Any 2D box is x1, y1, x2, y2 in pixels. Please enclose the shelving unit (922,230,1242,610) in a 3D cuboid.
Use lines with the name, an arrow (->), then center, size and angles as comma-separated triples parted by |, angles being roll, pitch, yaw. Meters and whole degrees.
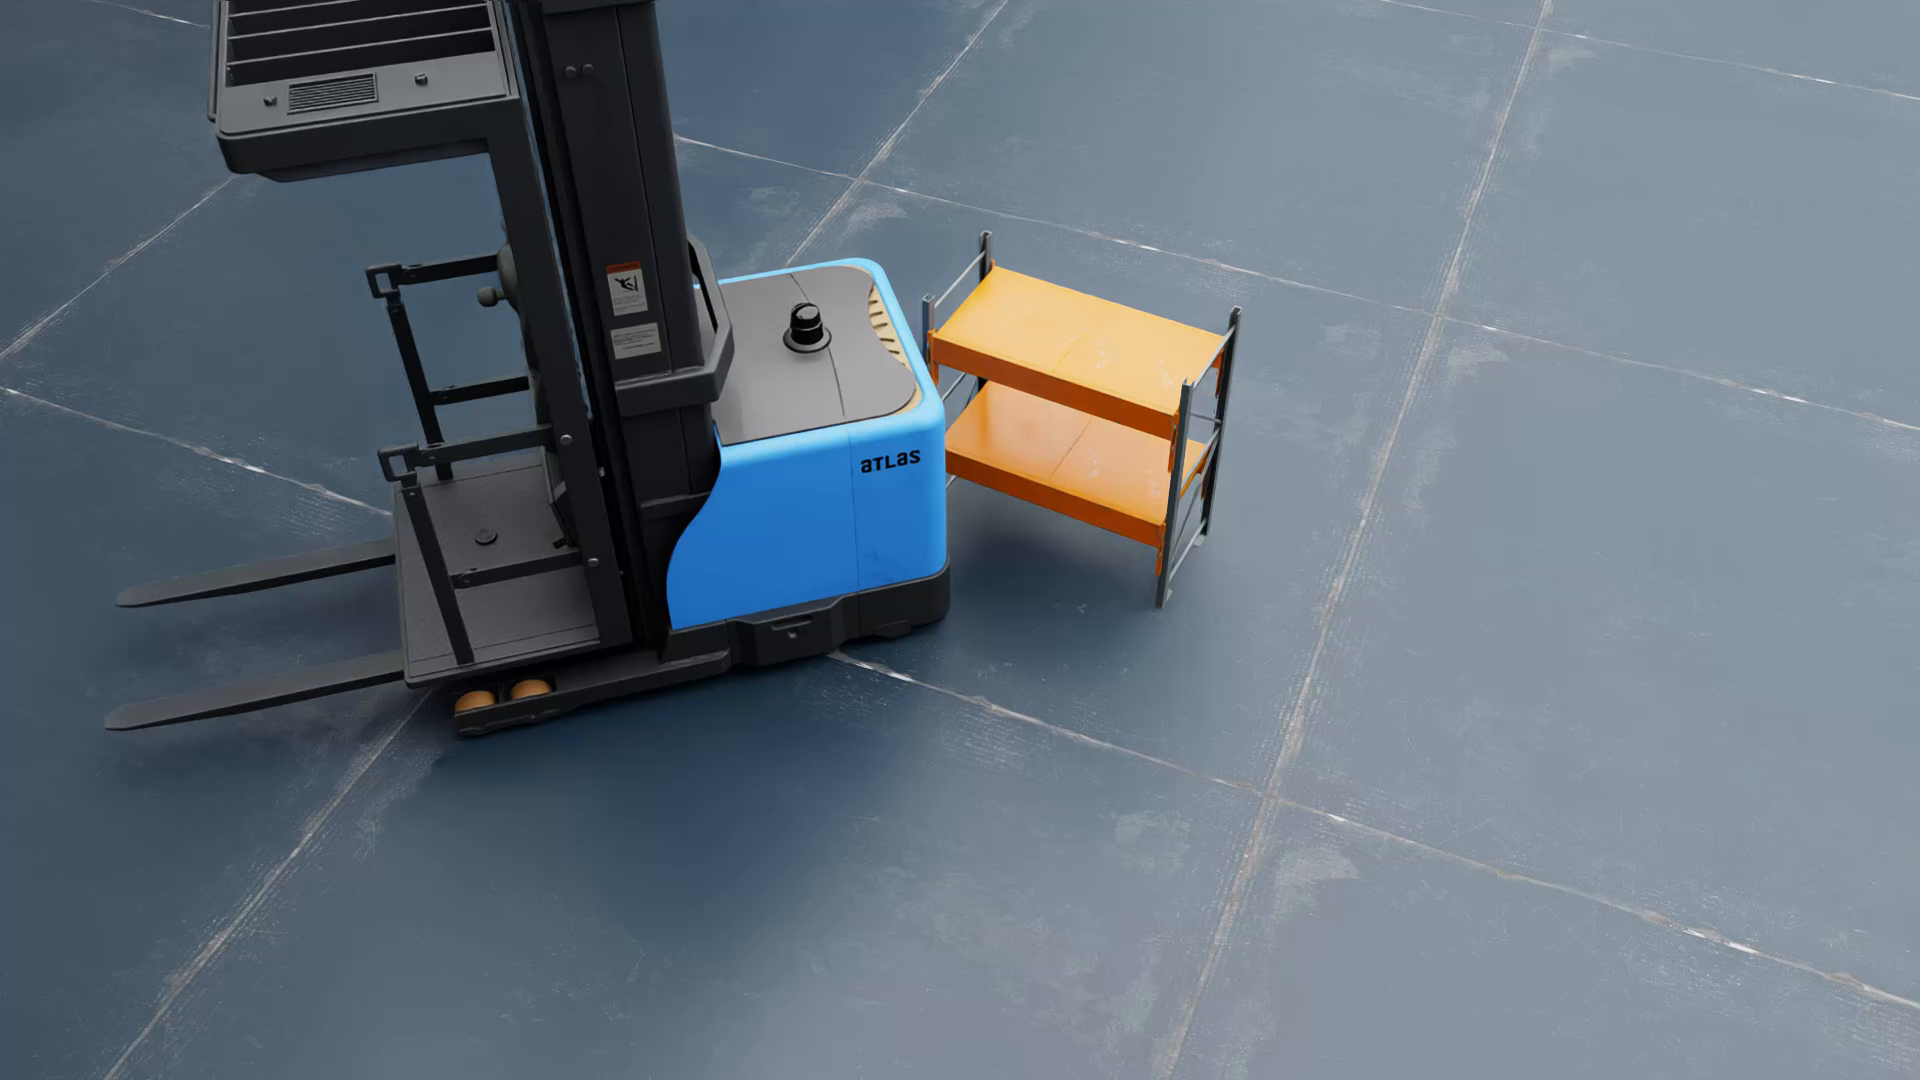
shelving unit -> 0.440, -0.456, 6.410 | 1.048, 1.125, 0.538 | 20, 48, 19

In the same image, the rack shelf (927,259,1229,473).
rack shelf -> 0.440, -0.663, 6.204 | 1.000, 0.278, 0.538 | 20, 48, 19

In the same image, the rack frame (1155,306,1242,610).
rack frame -> 0.890, -0.288, 6.242 | 0.032, 1.125, 0.500 | 20, 48, 19

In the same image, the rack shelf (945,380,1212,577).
rack shelf -> 0.440, -0.282, 6.583 | 1.000, 0.278, 0.538 | 20, 48, 19

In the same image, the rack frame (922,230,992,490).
rack frame -> -0.009, -0.623, 6.579 | 0.032, 1.125, 0.500 | 20, 48, 19

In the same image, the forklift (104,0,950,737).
forklift -> -1.613, -0.750, 5.426 | 3.031, 2.935, 1.130 | -12, 46, -11
